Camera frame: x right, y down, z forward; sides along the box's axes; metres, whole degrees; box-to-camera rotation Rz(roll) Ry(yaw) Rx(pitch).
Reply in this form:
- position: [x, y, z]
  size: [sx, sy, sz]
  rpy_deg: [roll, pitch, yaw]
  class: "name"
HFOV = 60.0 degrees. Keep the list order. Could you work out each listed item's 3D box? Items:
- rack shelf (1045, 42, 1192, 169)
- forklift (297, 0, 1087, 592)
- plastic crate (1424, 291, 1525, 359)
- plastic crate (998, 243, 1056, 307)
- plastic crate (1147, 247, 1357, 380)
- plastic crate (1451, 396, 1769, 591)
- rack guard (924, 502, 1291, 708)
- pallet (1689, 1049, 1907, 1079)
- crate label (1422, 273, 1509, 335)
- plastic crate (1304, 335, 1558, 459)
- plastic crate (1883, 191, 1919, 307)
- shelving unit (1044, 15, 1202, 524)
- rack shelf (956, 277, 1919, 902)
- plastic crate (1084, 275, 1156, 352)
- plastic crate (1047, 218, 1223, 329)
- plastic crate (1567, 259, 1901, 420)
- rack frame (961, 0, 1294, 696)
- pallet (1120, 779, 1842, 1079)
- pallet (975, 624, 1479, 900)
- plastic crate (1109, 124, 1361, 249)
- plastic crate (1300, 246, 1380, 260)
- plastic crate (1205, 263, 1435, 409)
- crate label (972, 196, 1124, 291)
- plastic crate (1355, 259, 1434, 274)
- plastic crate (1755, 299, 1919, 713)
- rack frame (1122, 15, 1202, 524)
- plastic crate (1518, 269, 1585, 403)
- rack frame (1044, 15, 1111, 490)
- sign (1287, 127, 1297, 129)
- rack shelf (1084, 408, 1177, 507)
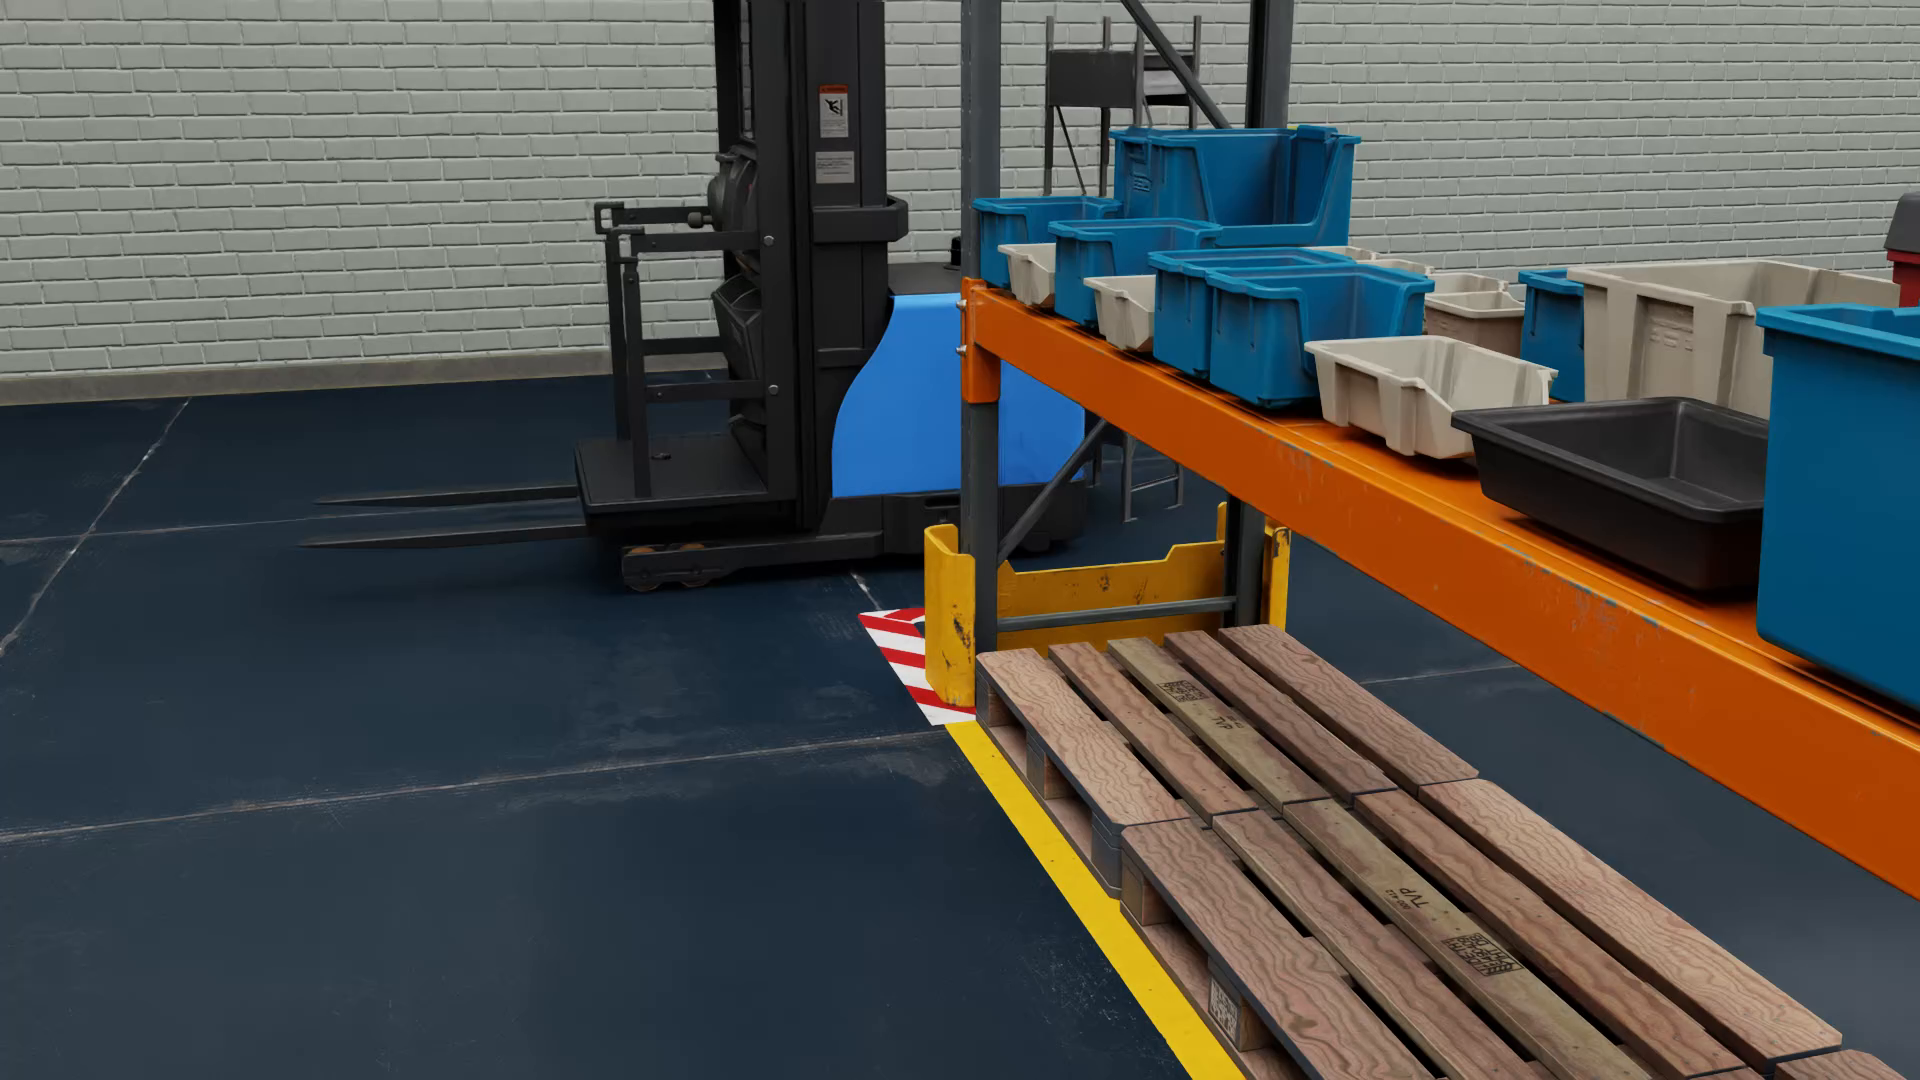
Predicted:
- position: [0.677, -1.823, 6.986]
  size: [0.431, 0.518, 0.480]
  rpy_deg: [-16, 23, -42]
  class: "rack shelf"
- position: [-1.061, -1.377, 6.440]
  size: [3.031, 2.935, 1.130]
  rpy_deg: [-4, 17, -15]
  class: "forklift"
- position: [1.162, -0.449, 3.587]
  size: [0.298, 0.136, 0.250]
  rpy_deg: [-5, 17, -15]
  class: "plastic crate"
- position: [0.259, -0.707, 4.447]
  size: [0.250, 0.136, 0.298]
  rpy_deg: [-5, 17, -15]
  class: "plastic crate"
- position: [0.612, -0.485, 3.538]
  size: [0.416, 0.233, 0.300]
  rpy_deg: [-5, 17, -15]
  class: "plastic crate"
- position: [1.032, -0.073, 2.357]
  size: [0.437, 0.125, 0.590]
  rpy_deg: [-5, 17, -15]
  class: "plastic crate"
- position: [0.480, 0.197, 5.427]
  size: [1.175, 0.500, 0.348]
  rpy_deg: [-5, 17, -15]
  class: "rack guard"
- position: [1.359, 1.247, 2.434]
  size: [1.003, 0.211, 1.213]
  rpy_deg: [-5, 17, -15]
  class: "pallet"
- position: [1.063, -0.529, 3.854]
  size: [0.396, 0.136, 0.243]
  rpy_deg: [-5, 17, -15]
  class: "crate label"
- position: [0.831, -0.248, 2.919]
  size: [0.293, 0.136, 0.466]
  rpy_deg: [-5, 17, -15]
  class: "plastic crate"
- position: [1.594, -0.214, 2.236]
  size: [0.402, 0.464, 0.583]
  rpy_deg: [-5, 17, -15]
  class: "plastic crate"
- position: [0.677, -1.166, 7.183]
  size: [0.431, 2.100, 0.503]
  rpy_deg: [-16, 23, -42]
  class: "shelving unit"
- position: [1.048, -0.097, 3.311]
  size: [1.077, 0.370, 4.000]
  rpy_deg: [-5, 17, -15]
  class: "rack shelf"
- position: [0.445, -0.520, 3.823]
  size: [0.250, 0.136, 0.298]
  rpy_deg: [-5, 17, -15]
  class: "plastic crate"
- position: [0.431, -0.667, 4.144]
  size: [0.416, 0.233, 0.300]
  rpy_deg: [-5, 17, -15]
  class: "plastic crate"
- position: [1.356, -0.297, 2.829]
  size: [0.437, 0.282, 0.530]
  rpy_deg: [-5, 17, -15]
  class: "plastic crate"
- position: [0.499, -0.995, 5.049]
  size: [1.000, 3.000, 0.127]
  rpy_deg: [-5, 17, -15]
  class: "rack frame"
- position: [1.020, 0.909, 3.559]
  size: [1.003, 0.211, 1.213]
  rpy_deg: [-5, 17, -15]
  class: "pallet"
- position: [0.688, 0.572, 4.681]
  size: [1.003, 0.211, 1.213]
  rpy_deg: [-5, 17, -15]
  class: "pallet"
- position: [0.770, -0.962, 4.776]
  size: [0.616, 0.435, 0.499]
  rpy_deg: [-5, 17, -15]
  class: "plastic crate"
- position: [0.897, -0.686, 4.375]
  size: [0.396, 0.136, 0.243]
  rpy_deg: [-5, 17, -15]
  class: "plastic crate"
- position: [0.694, -0.402, 3.262]
  size: [0.416, 0.233, 0.300]
  rpy_deg: [-5, 17, -15]
  class: "plastic crate"
- position: [0.250, -0.849, 4.750]
  size: [0.416, 0.233, 0.303]
  rpy_deg: [-5, 17, -15]
  class: "crate label"
- position: [0.963, -0.604, 4.104]
  size: [0.396, 0.136, 0.243]
  rpy_deg: [-5, 17, -15]
  class: "plastic crate"
- position: [1.142, -0.011, 1.699]
  size: [0.392, 0.384, 0.575]
  rpy_deg: [-5, 17, -15]
  class: "plastic crate"
- position: [0.848, -1.116, 7.017]
  size: [0.400, 2.100, 0.015]
  rpy_deg: [-16, 23, -42]
  class: "rack frame"
- position: [1.310, -0.395, 3.241]
  size: [0.416, 0.233, 0.300]
  rpy_deg: [-5, 17, -15]
  class: "plastic crate"
- position: [0.505, -1.216, 7.349]
  size: [0.400, 2.100, 0.015]
  rpy_deg: [-16, 23, -42]
  class: "rack frame"
- position: [1.023, -1.121, 5.185]
  size: [0.100, 0.325, 0.005]
  rpy_deg: [-5, 17, -15]
  class: "sign"
- position: [0.677, -0.482, 7.388]
  size: [0.431, 0.518, 0.480]
  rpy_deg: [-16, 23, -42]
  class: "rack shelf"
